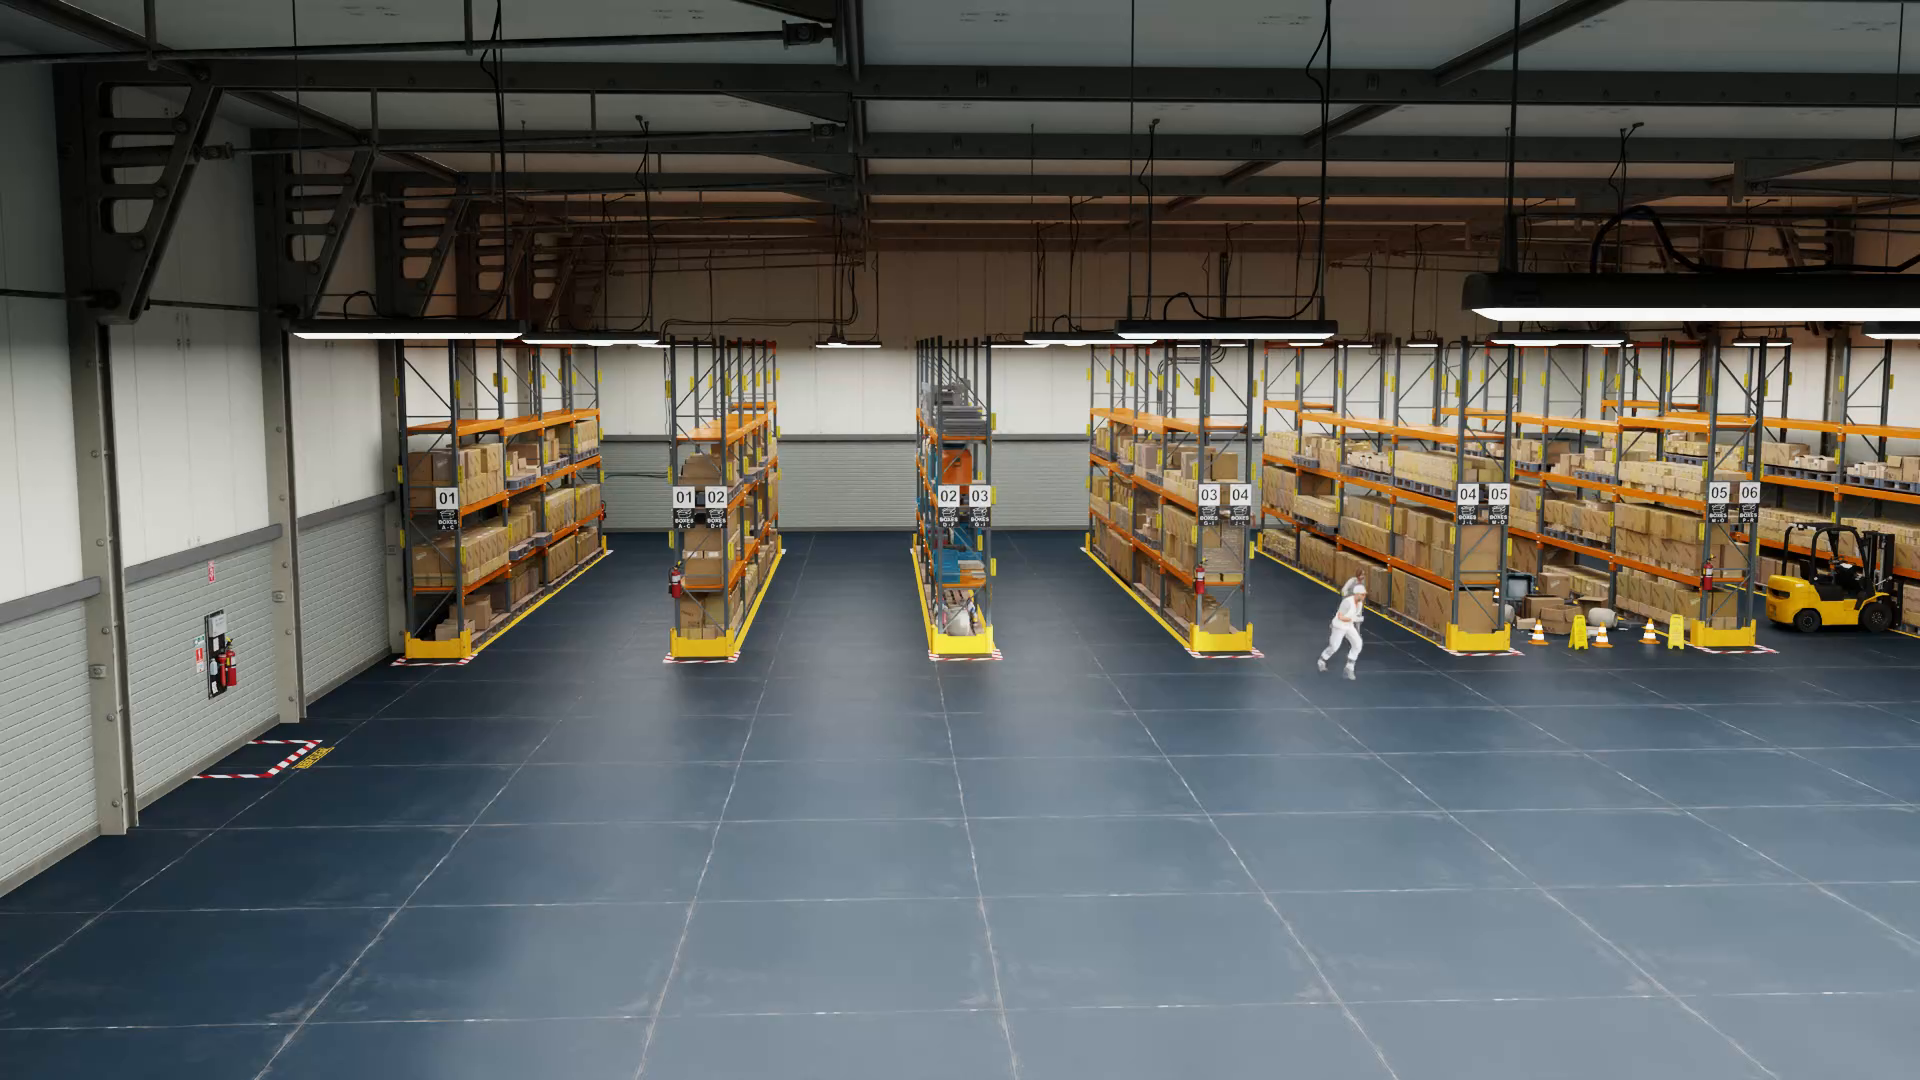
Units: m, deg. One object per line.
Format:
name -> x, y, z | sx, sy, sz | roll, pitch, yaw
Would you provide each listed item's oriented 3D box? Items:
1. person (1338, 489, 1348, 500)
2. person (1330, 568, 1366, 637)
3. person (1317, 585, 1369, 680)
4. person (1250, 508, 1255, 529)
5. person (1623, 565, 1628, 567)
person -> 10.958, -0.575, 47.590 | 0.641, 1.816, 0.915 | -4, 8, -33
person -> 7.629, 1.276, 32.705 | 0.568, 1.547, 0.912 | -4, 8, -32
person -> 6.736, 1.605, 29.232 | 0.707, 1.708, 1.010 | -6, 9, -40
person -> 7.656, -0.271, 45.063 | 0.710, 1.772, 0.978 | 0, 6, -1
person -> 16.219, 0.376, 40.123 | 0.609, 1.654, 0.669 | -1, 7, -7
